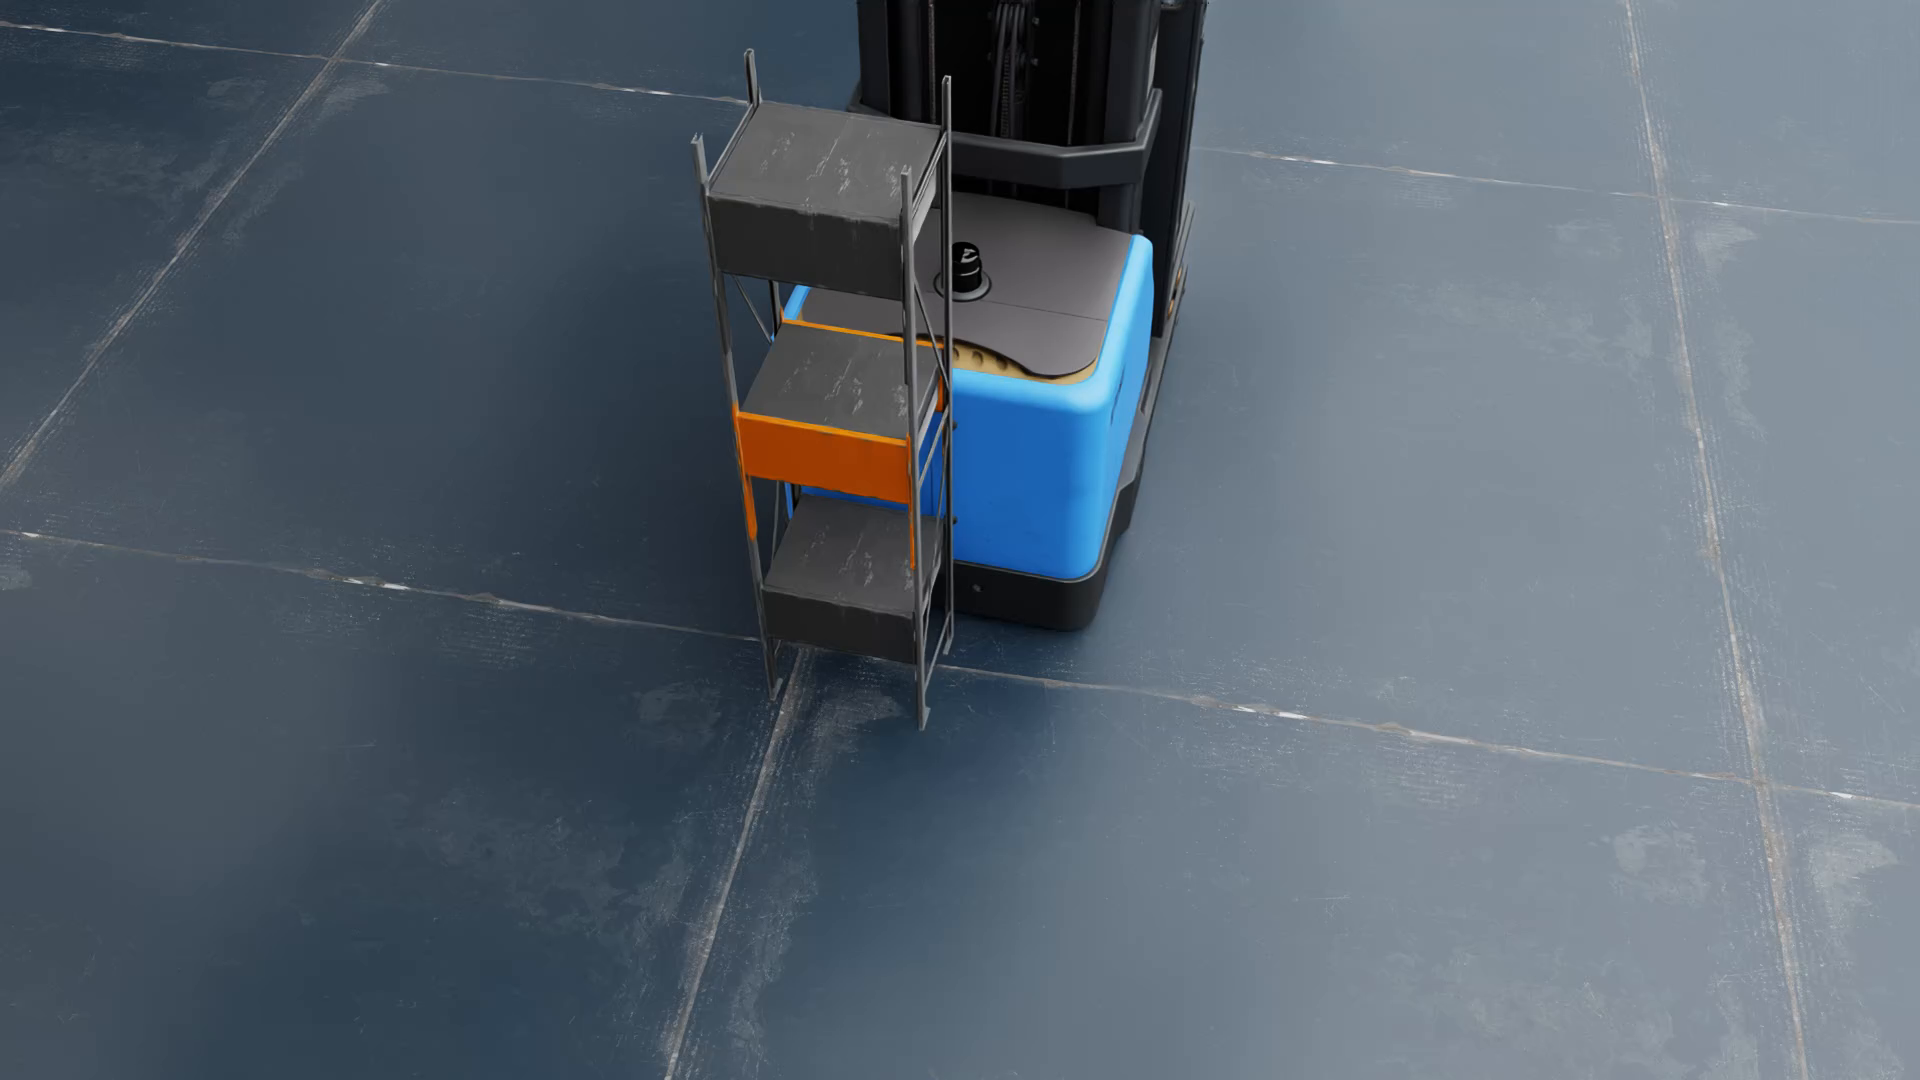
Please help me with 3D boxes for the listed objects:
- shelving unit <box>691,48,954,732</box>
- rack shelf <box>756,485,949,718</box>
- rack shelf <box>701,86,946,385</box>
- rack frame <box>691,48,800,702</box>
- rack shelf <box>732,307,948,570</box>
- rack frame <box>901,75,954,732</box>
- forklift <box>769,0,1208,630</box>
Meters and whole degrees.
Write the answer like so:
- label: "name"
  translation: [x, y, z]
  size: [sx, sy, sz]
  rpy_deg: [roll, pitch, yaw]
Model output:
- label: "shelving unit"
  translation: [-0.312, -0.288, 4.597]
  size: [0.503, 2.100, 0.431]
  rpy_deg: [10, 49, 9]
- label: "rack shelf"
  translation: [-0.312, 0.188, 5.129]
  size: [0.480, 0.518, 0.431]
  rpy_deg: [10, 49, 9]
- label: "rack shelf"
  translation: [-0.312, -0.747, 4.087]
  size: [0.480, 0.518, 0.431]
  rpy_deg: [10, 49, 9]
- label: "rack frame"
  translation: [-0.549, -0.332, 4.636]
  size: [0.015, 2.100, 0.400]
  rpy_deg: [10, 49, 9]
- label: "rack shelf"
  translation: [-0.312, -0.279, 4.608]
  size: [0.480, 0.518, 0.431]
  rpy_deg: [10, 49, 9]
- label: "rack frame"
  translation: [-0.075, -0.245, 4.559]
  size: [0.015, 2.100, 0.400]
  rpy_deg: [10, 49, 9]
- label: "forklift"
  translation: [0.274, -1.808, 5.404]
  size: [1.130, 2.935, 3.031]
  rpy_deg: [10, 49, 9]
